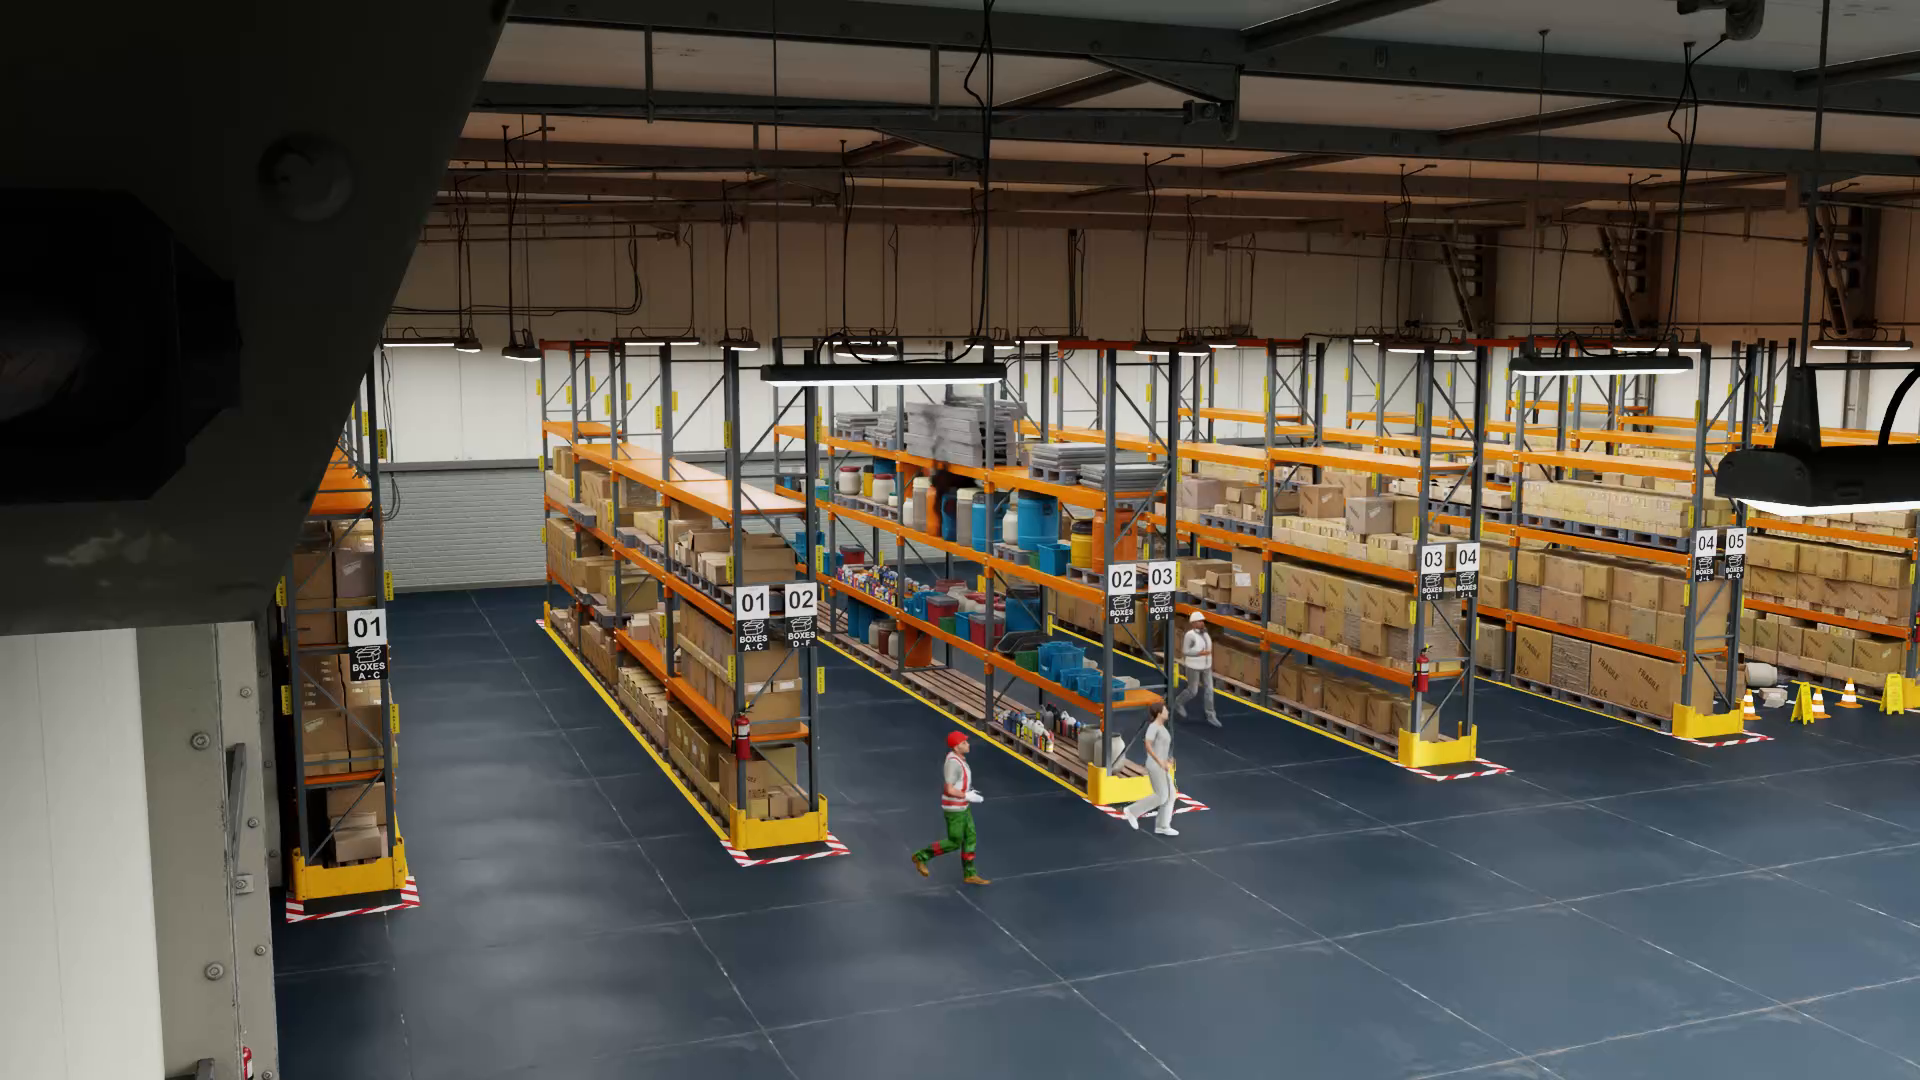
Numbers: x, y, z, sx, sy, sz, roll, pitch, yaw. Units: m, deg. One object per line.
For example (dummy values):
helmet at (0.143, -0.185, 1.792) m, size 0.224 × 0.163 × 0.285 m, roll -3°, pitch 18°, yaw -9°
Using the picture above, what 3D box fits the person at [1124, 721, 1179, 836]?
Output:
person at (2.439, 2.948, 20.824) m, size 0.689 × 1.379 × 0.613 m, roll 2°, pitch 8°, yaw 16°

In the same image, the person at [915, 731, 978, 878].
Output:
person at (-0.140, 2.991, 18.811) m, size 0.701 × 1.711 × 0.664 m, roll 1°, pitch 7°, yaw 6°

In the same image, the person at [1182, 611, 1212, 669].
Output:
person at (3.794, 1.577, 26.224) m, size 0.657 × 0.889 × 0.635 m, roll -5°, pitch 9°, yaw -35°
